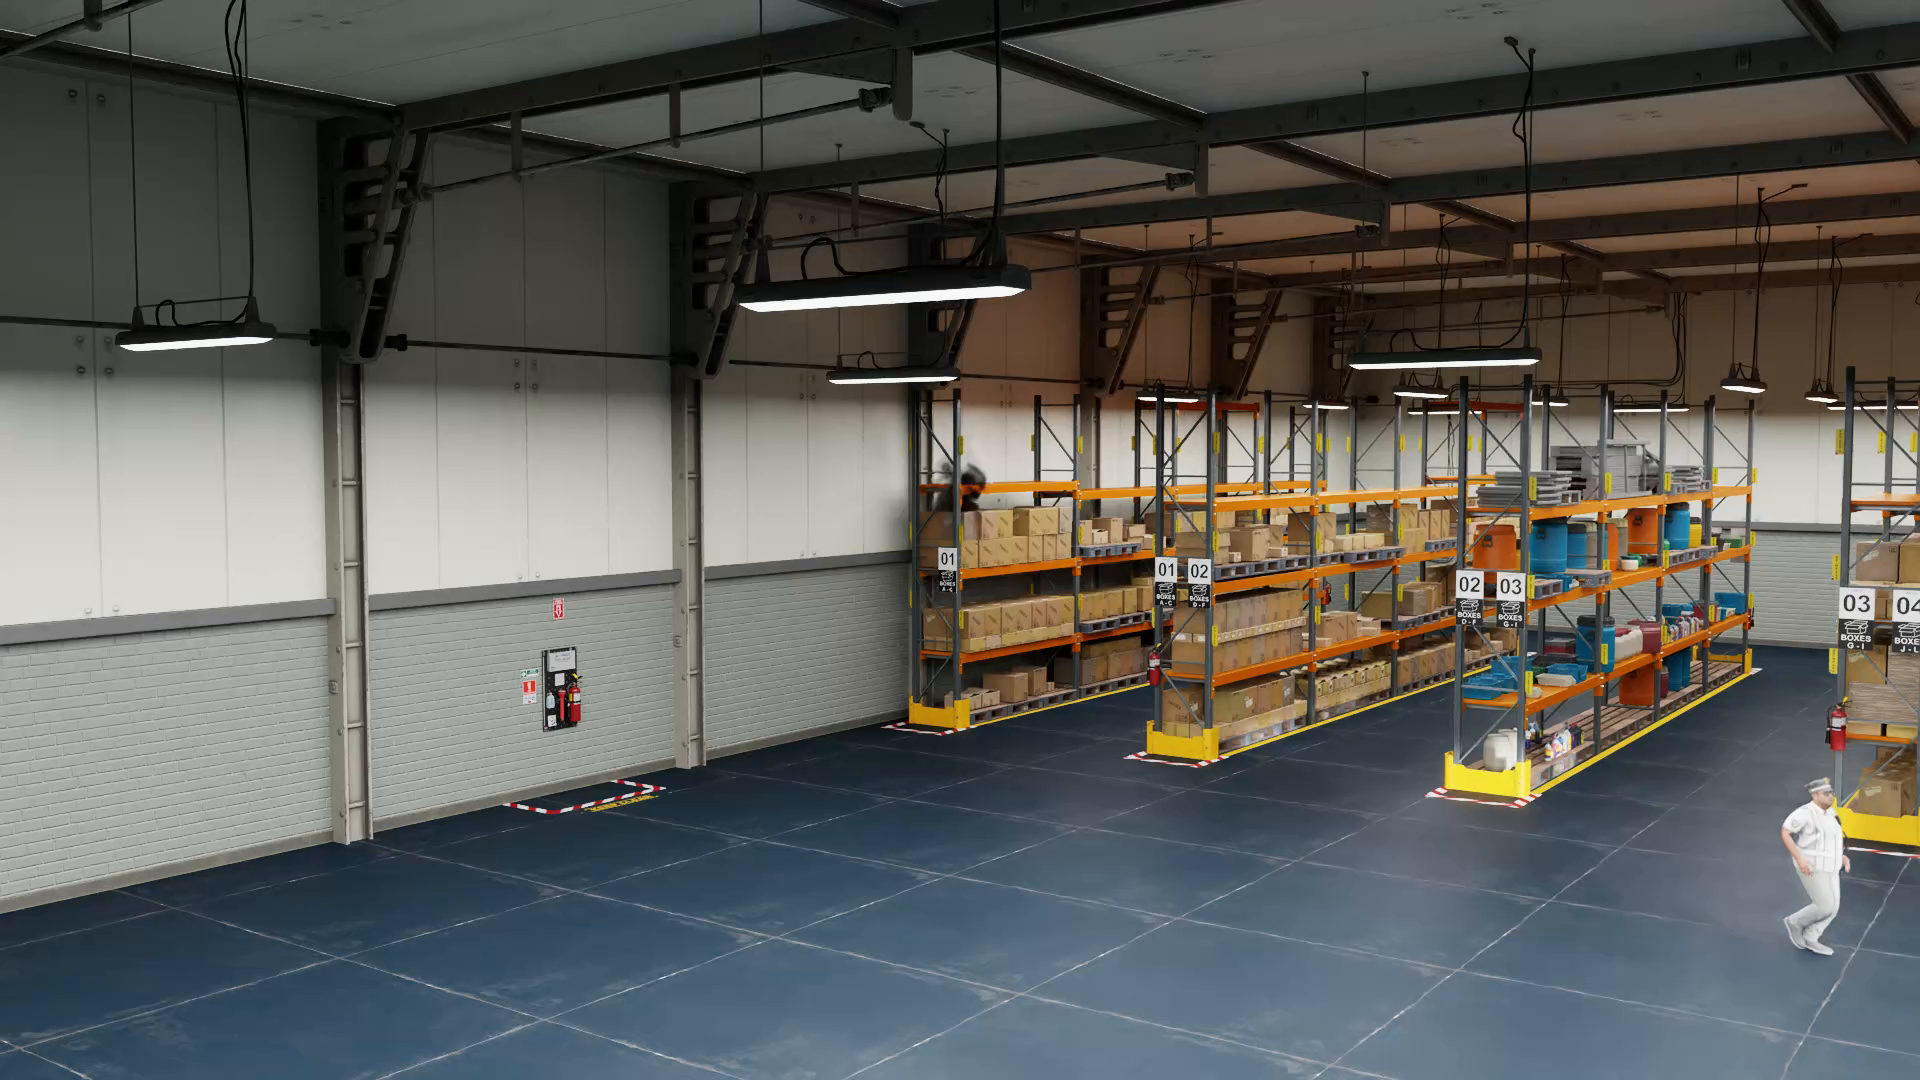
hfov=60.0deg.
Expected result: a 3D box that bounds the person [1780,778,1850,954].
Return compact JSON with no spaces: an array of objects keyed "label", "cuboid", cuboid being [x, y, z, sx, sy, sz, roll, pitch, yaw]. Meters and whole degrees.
[{"label":"person","cuboid":[8.440,3.197,16.356,0.668,1.747,0.515,-2,4,-26]}]
